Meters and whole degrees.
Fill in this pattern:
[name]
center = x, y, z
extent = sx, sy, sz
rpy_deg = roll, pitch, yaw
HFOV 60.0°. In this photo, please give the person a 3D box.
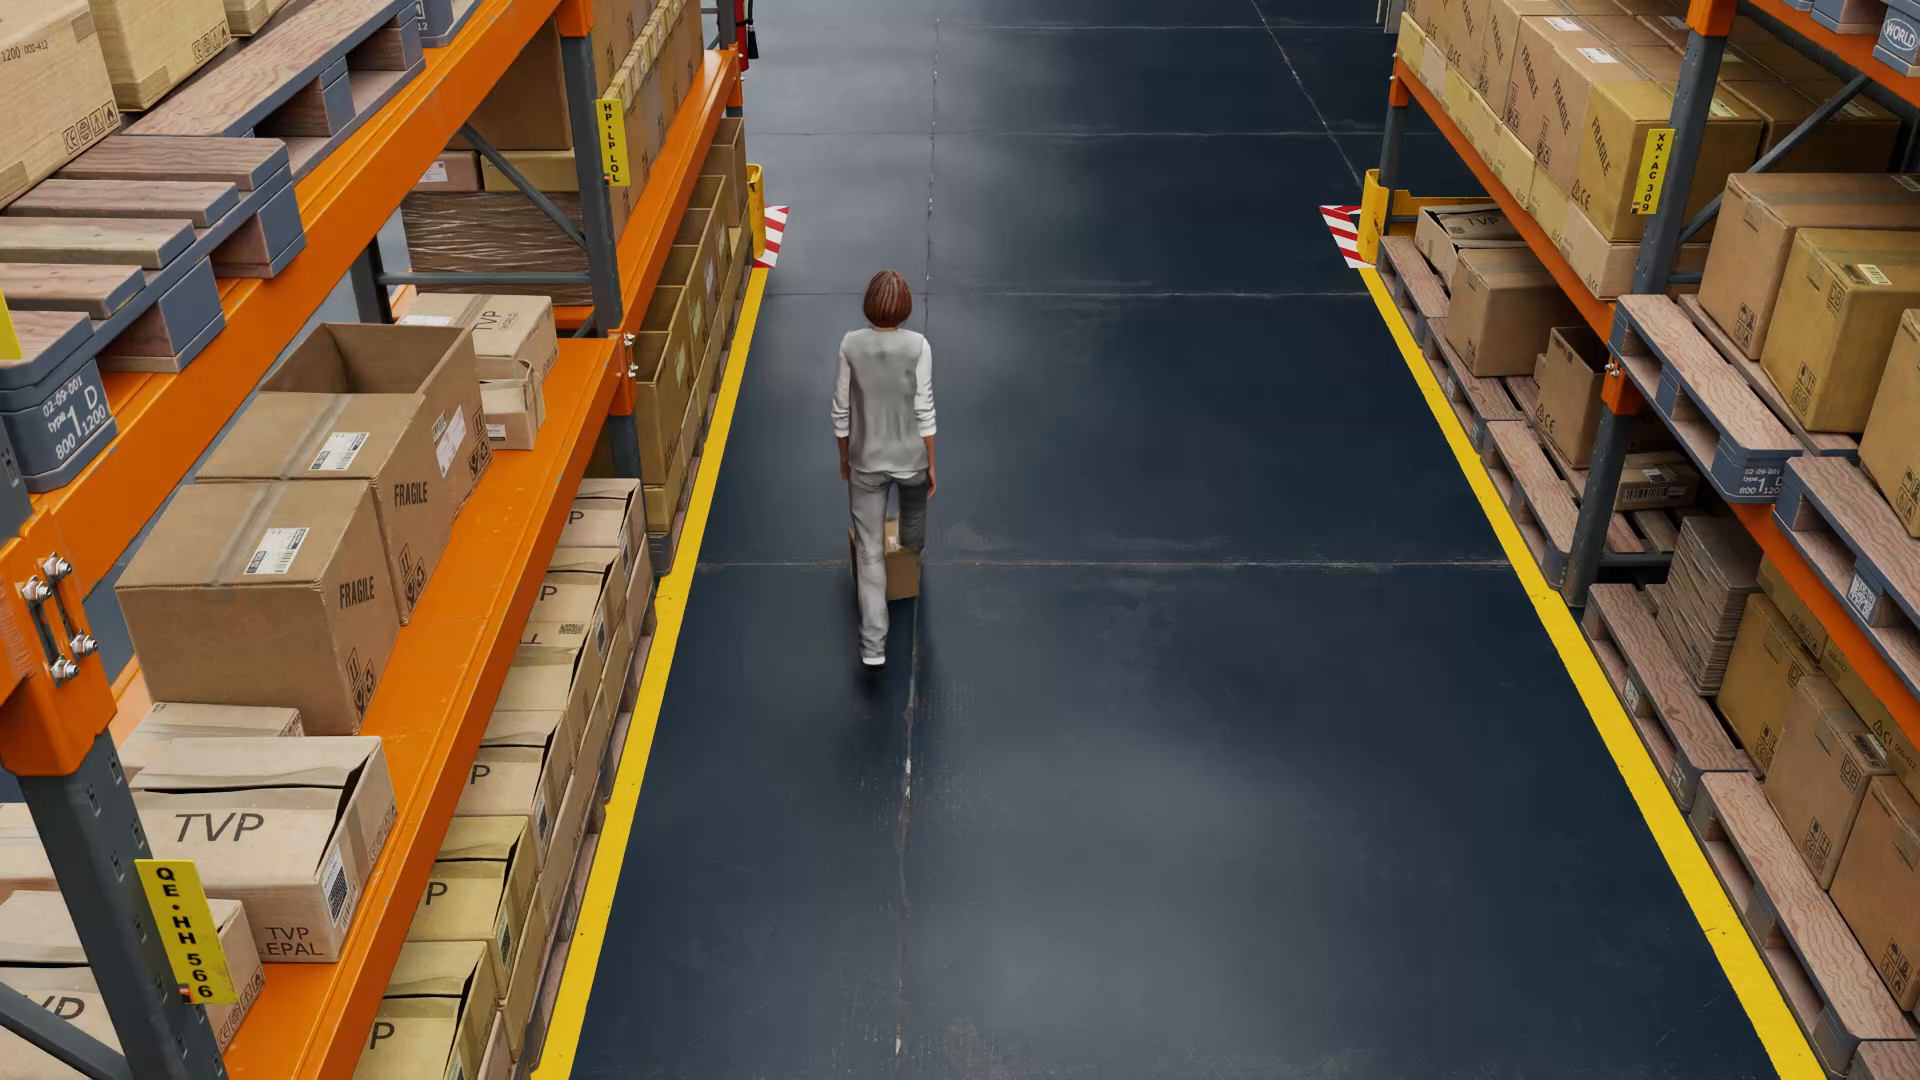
[person]
center = -0.304, -0.318, 6.688
extent = 0.419, 1.533, 1.020
rpy_deg = -1, 32, -1
